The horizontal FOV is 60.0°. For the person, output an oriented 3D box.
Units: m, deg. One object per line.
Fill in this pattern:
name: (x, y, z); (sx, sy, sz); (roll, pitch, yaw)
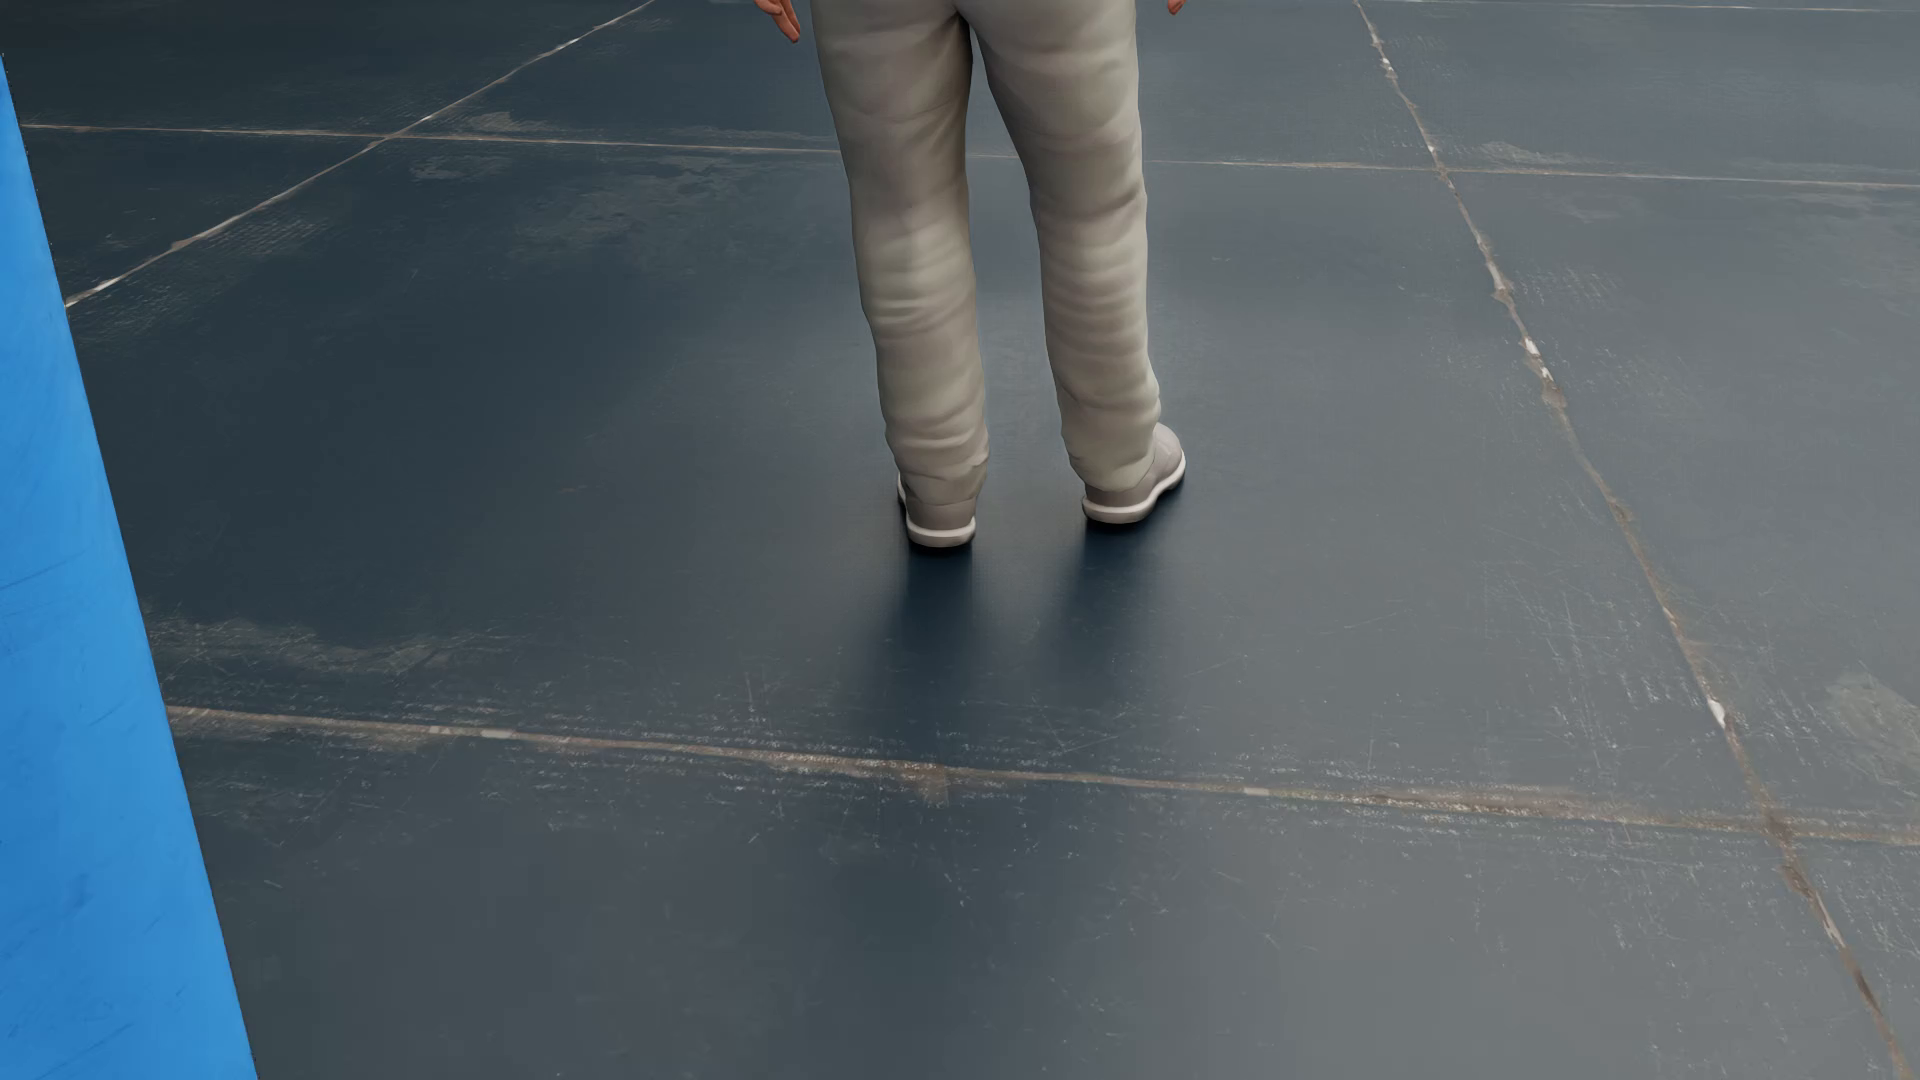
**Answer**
person: (0.022, -0.838, 2.166); (0.640, 1.778, 0.574); (3, 27, 7)
